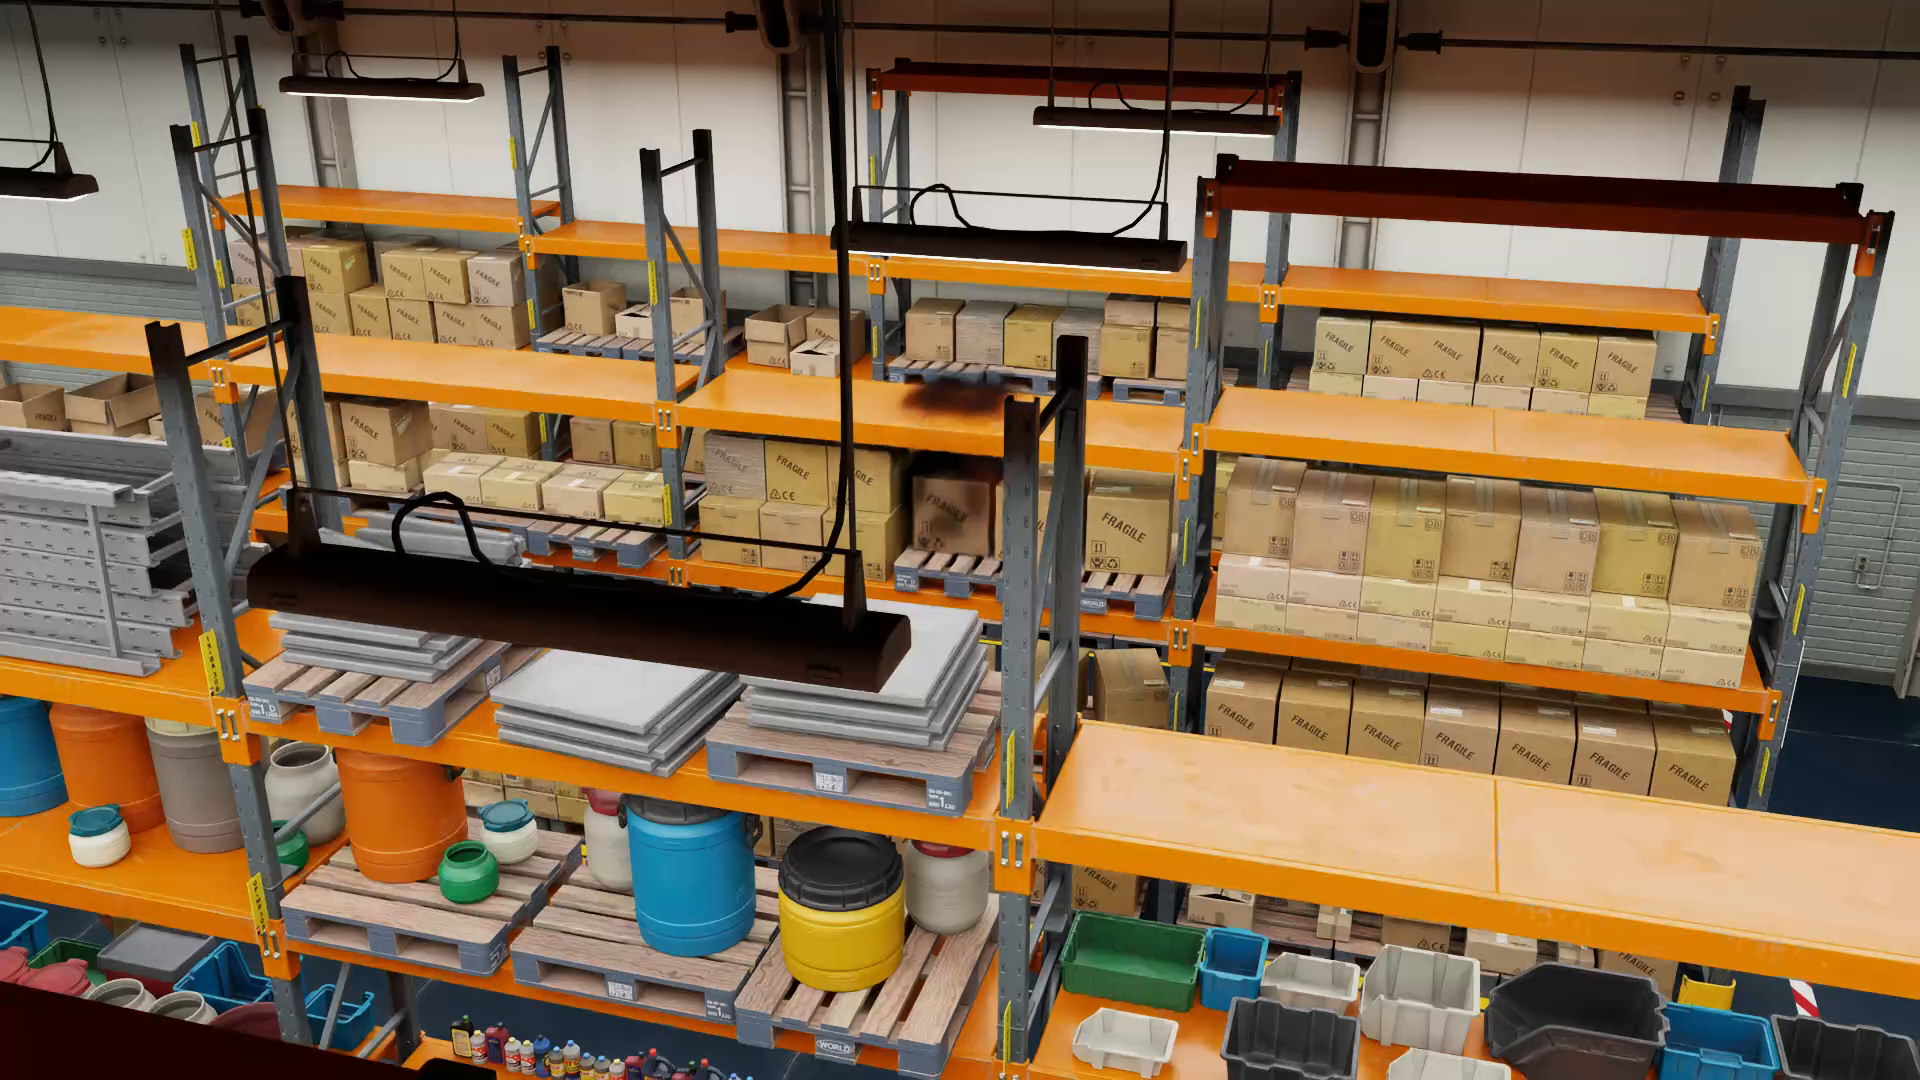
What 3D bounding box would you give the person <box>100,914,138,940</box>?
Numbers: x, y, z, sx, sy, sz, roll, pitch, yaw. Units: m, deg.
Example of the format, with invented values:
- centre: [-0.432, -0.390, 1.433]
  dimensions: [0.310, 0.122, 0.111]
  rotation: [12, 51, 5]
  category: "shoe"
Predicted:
- centre: [-5.769, 2.861, 11.704]
  dimensions: [0.536, 1.684, 0.441]
  rotation: [5, 23, 13]
  category: "person"
